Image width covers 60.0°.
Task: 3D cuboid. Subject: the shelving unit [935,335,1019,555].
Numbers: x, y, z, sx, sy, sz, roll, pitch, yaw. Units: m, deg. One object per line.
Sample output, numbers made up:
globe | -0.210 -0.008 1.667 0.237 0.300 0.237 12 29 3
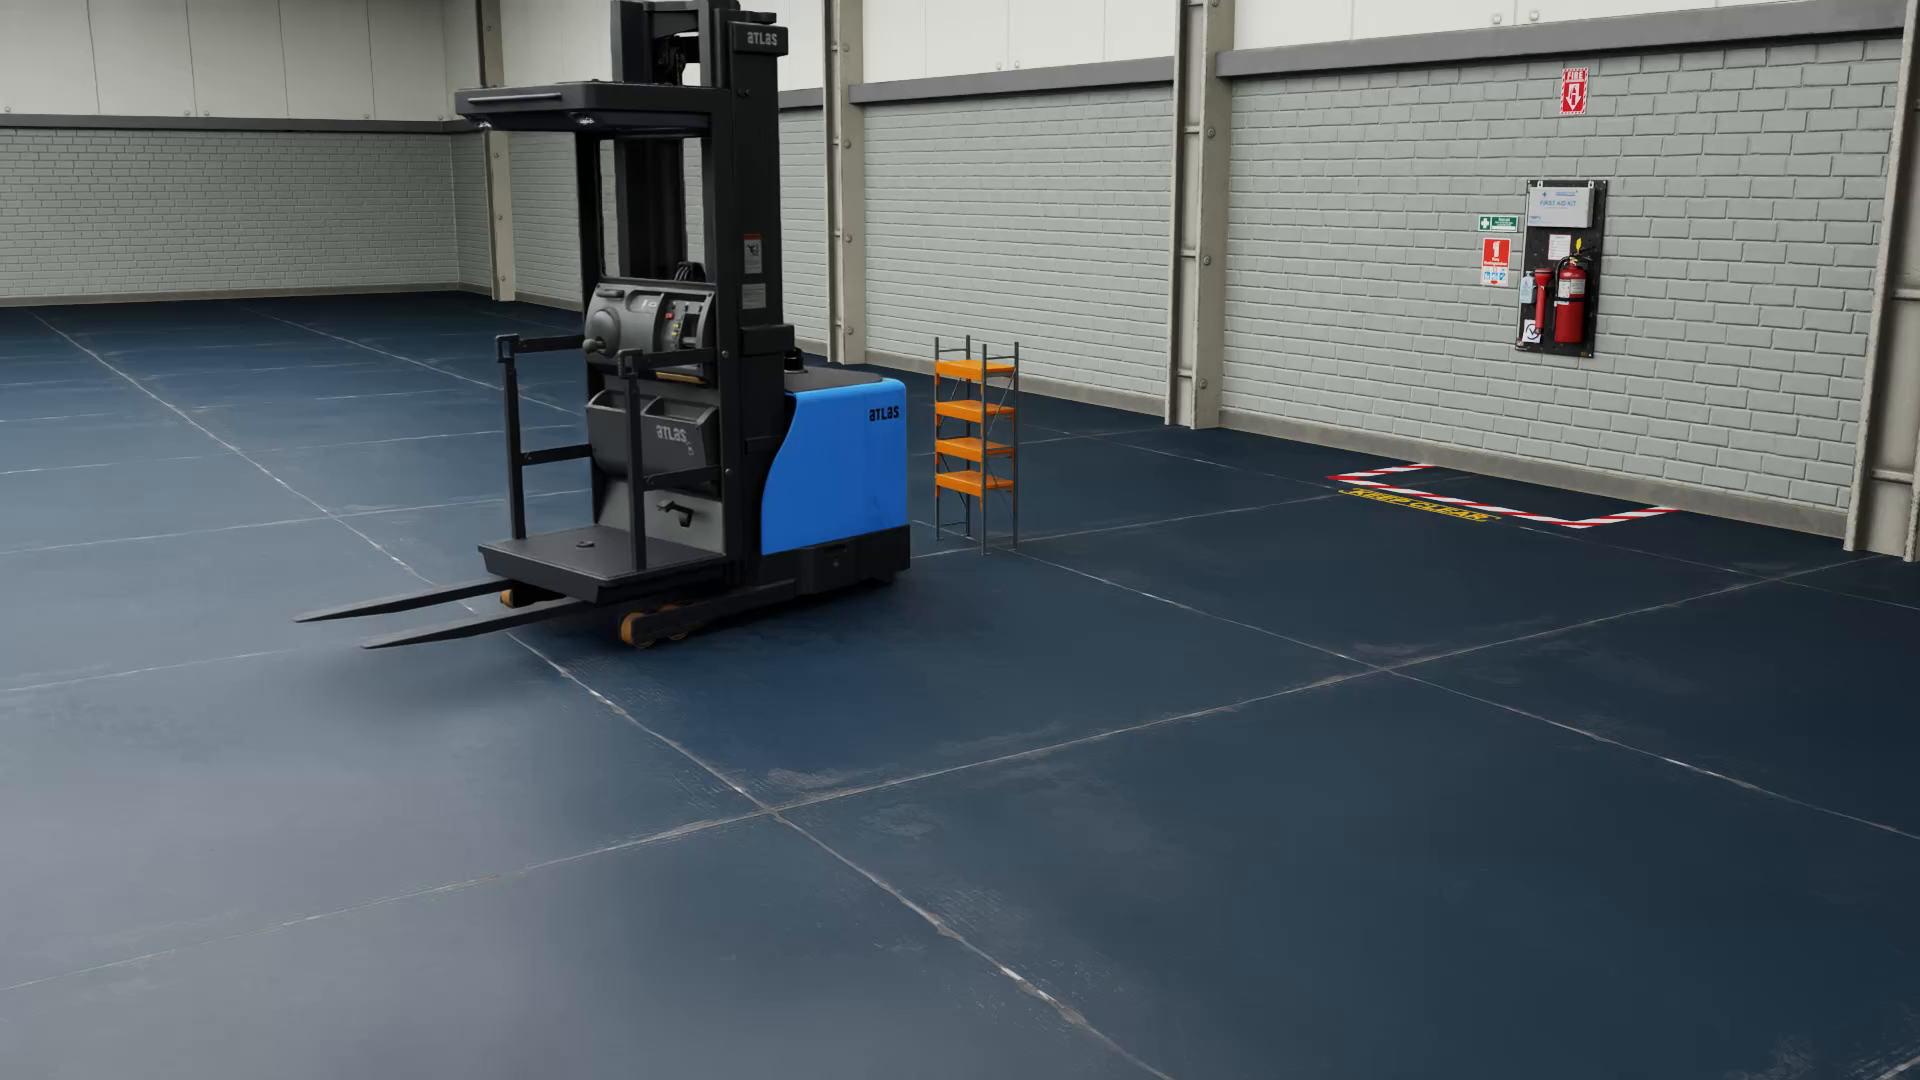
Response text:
shelving unit | 0.092 -0.557 9.599 0.258 1.200 0.503 -8 15 -33

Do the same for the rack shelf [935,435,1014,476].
rack shelf | 0.092 -0.491 9.613 0.258 0.148 0.480 -8 15 -33

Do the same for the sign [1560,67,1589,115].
sign | 4.082 -2.984 11.057 0.001 0.298 0.199 -8 15 -33

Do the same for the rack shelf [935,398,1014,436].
rack shelf | 0.092 -0.710 9.566 0.258 0.148 0.480 -8 15 -33

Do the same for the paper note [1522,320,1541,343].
paper note | 3.963 -1.447 11.520 0.016 0.148 0.142 -8 15 -33

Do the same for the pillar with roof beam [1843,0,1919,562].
pillar with roof beam | 1.757 -3.815 6.243 9.100 9.000 0.400 -8 15 -33

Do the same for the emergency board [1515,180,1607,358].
emergency board | 4.004 -1.838 11.245 0.194 1.169 0.643 -8 15 -33

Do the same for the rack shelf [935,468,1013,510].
rack shelf | 0.092 -0.297 9.656 0.258 0.148 0.480 -8 15 -33

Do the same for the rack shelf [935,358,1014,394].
rack shelf | 0.092 -0.941 9.515 0.258 0.148 0.480 -8 15 -33

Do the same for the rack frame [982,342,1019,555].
rack frame | 0.227 -0.513 9.401 0.240 1.200 0.015 -8 15 -33

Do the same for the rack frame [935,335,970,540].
rack frame | -0.043 -0.600 9.797 0.240 1.200 0.015 -8 15 -33

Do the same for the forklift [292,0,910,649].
forklift | -1.638 -1.058 7.838 1.130 2.935 3.031 11 17 42

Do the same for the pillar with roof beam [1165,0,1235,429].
pillar with roof beam | -1.567 -4.882 11.123 9.100 9.000 0.400 -8 15 -33

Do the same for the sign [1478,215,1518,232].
sign | 3.778 -2.223 11.681 0.001 0.109 0.331 -8 15 -33

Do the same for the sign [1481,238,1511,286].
sign | 3.783 -1.966 11.746 0.001 0.329 0.234 -8 15 -33

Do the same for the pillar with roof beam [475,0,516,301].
pillar with roof beam | -11.540 -8.083 25.762 9.100 9.000 0.400 -8 15 -33

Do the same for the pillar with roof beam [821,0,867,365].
pillar with roof beam | -4.891 -5.949 16.002 9.100 9.000 0.400 -8 15 -33

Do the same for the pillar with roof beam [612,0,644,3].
pillar with roof beam | -8.215 -7.016 20.882 9.100 9.000 0.400 -8 15 -33
